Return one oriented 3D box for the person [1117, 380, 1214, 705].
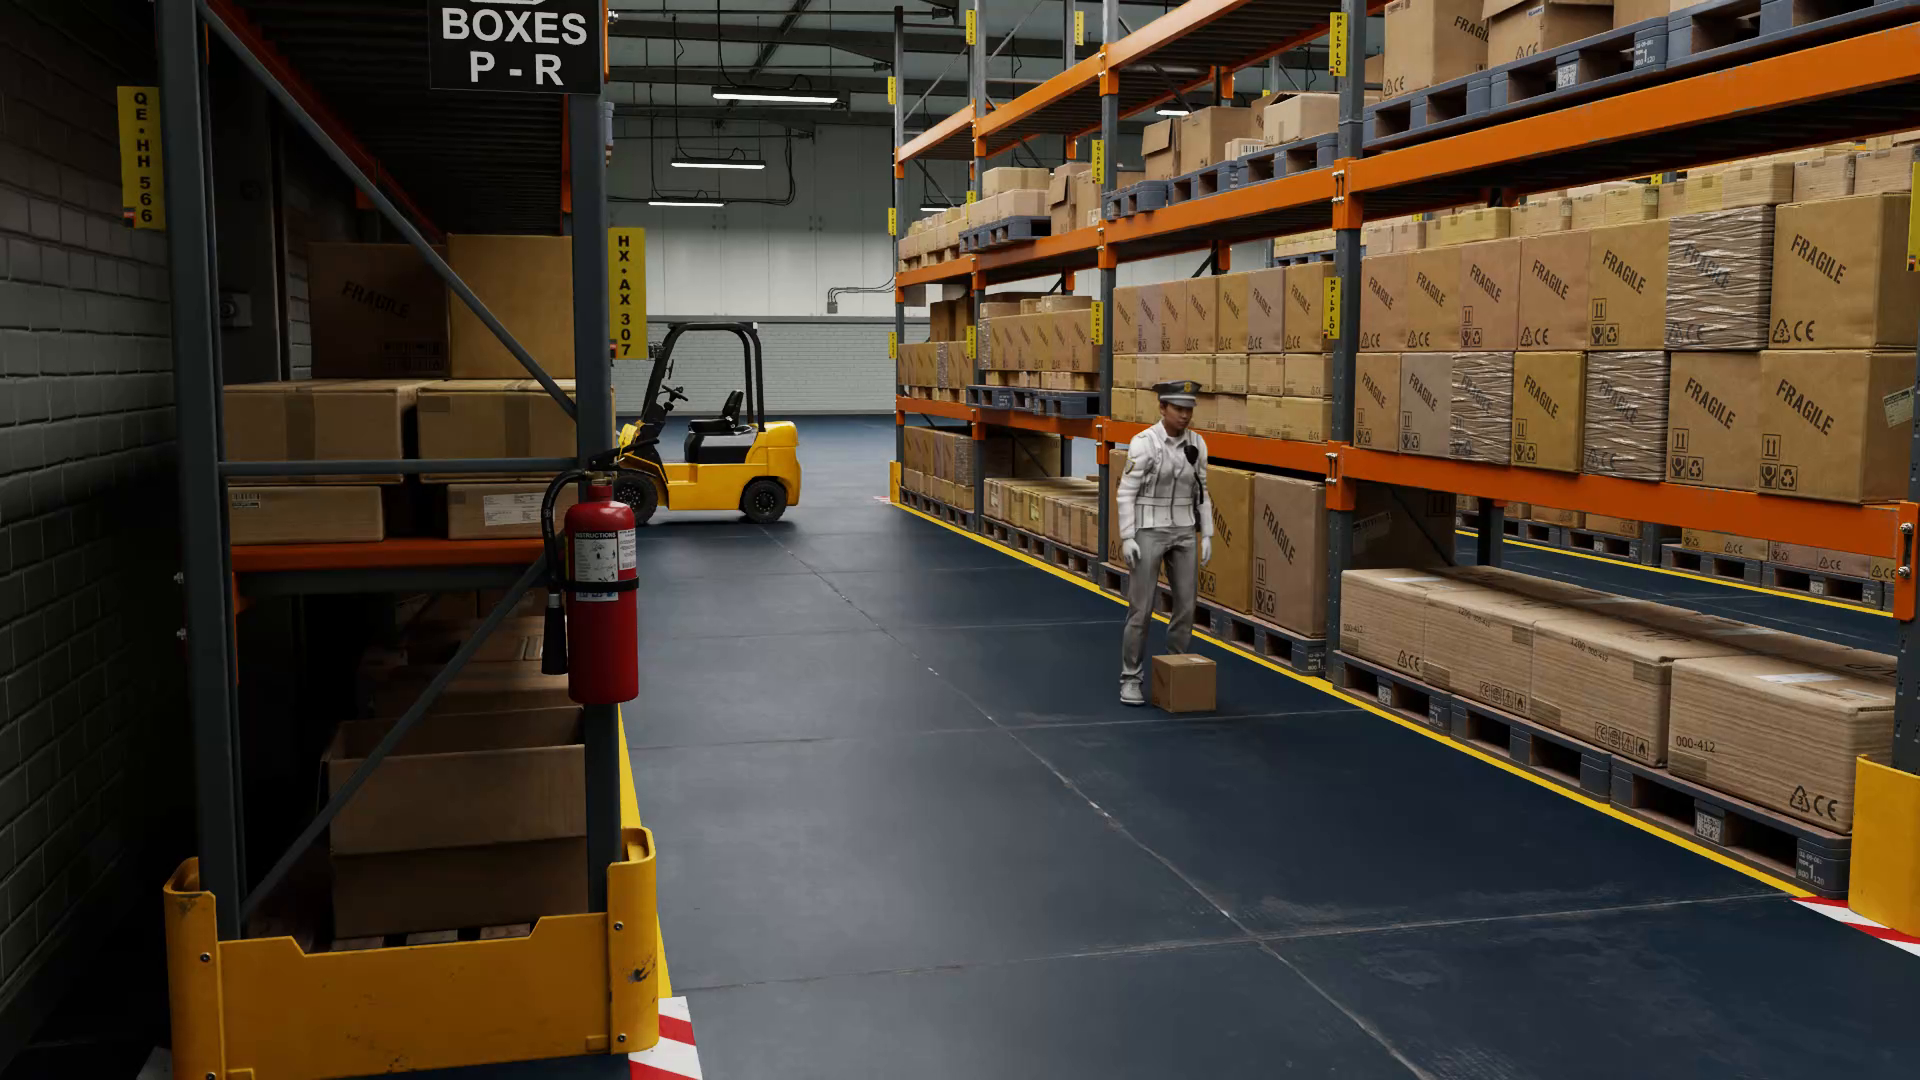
[{"bbox_3d":[1.070,0.002,8.638,0.548,1.665,0.374,-2,7,-18],"label":"person"}]
